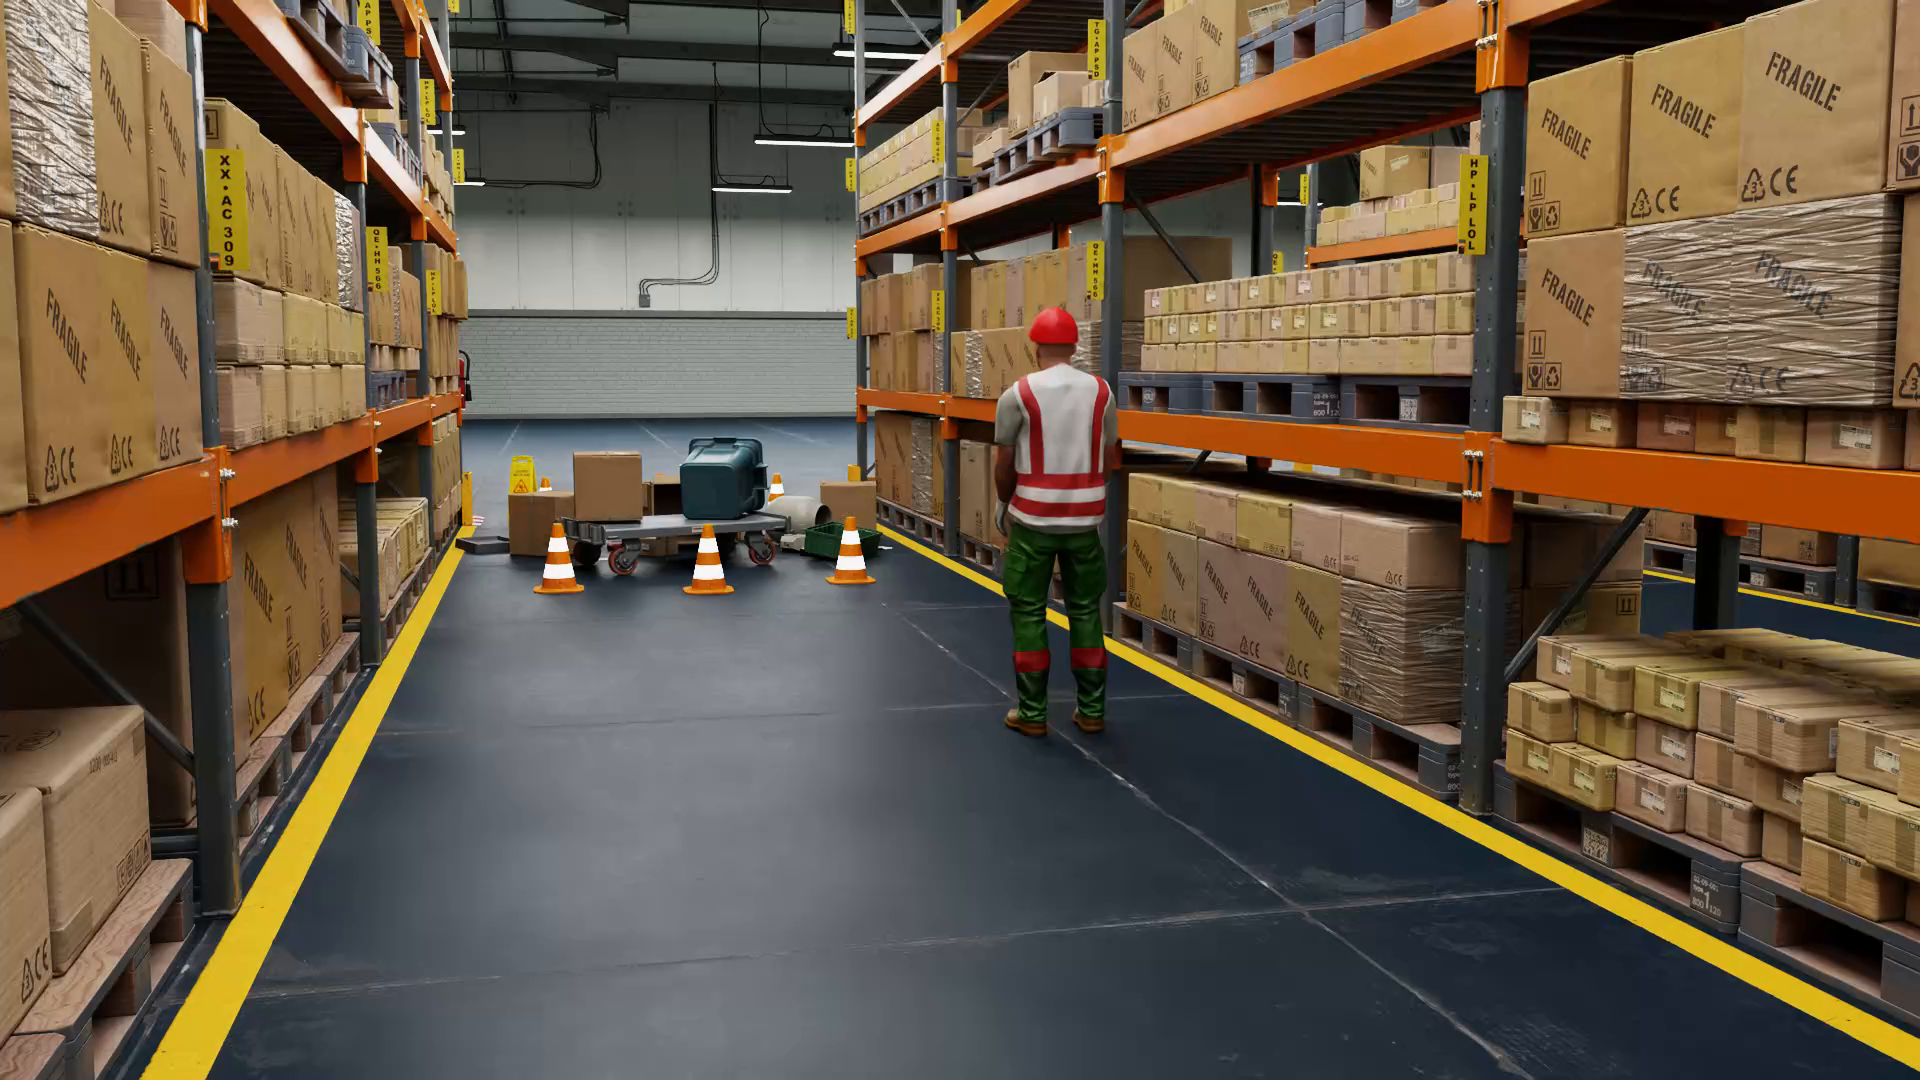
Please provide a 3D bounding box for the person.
[{"bbox_3d":[0.387,-0.082,7.035,0.533,1.793,0.474,-2,6,-14],"label":"person"}]
